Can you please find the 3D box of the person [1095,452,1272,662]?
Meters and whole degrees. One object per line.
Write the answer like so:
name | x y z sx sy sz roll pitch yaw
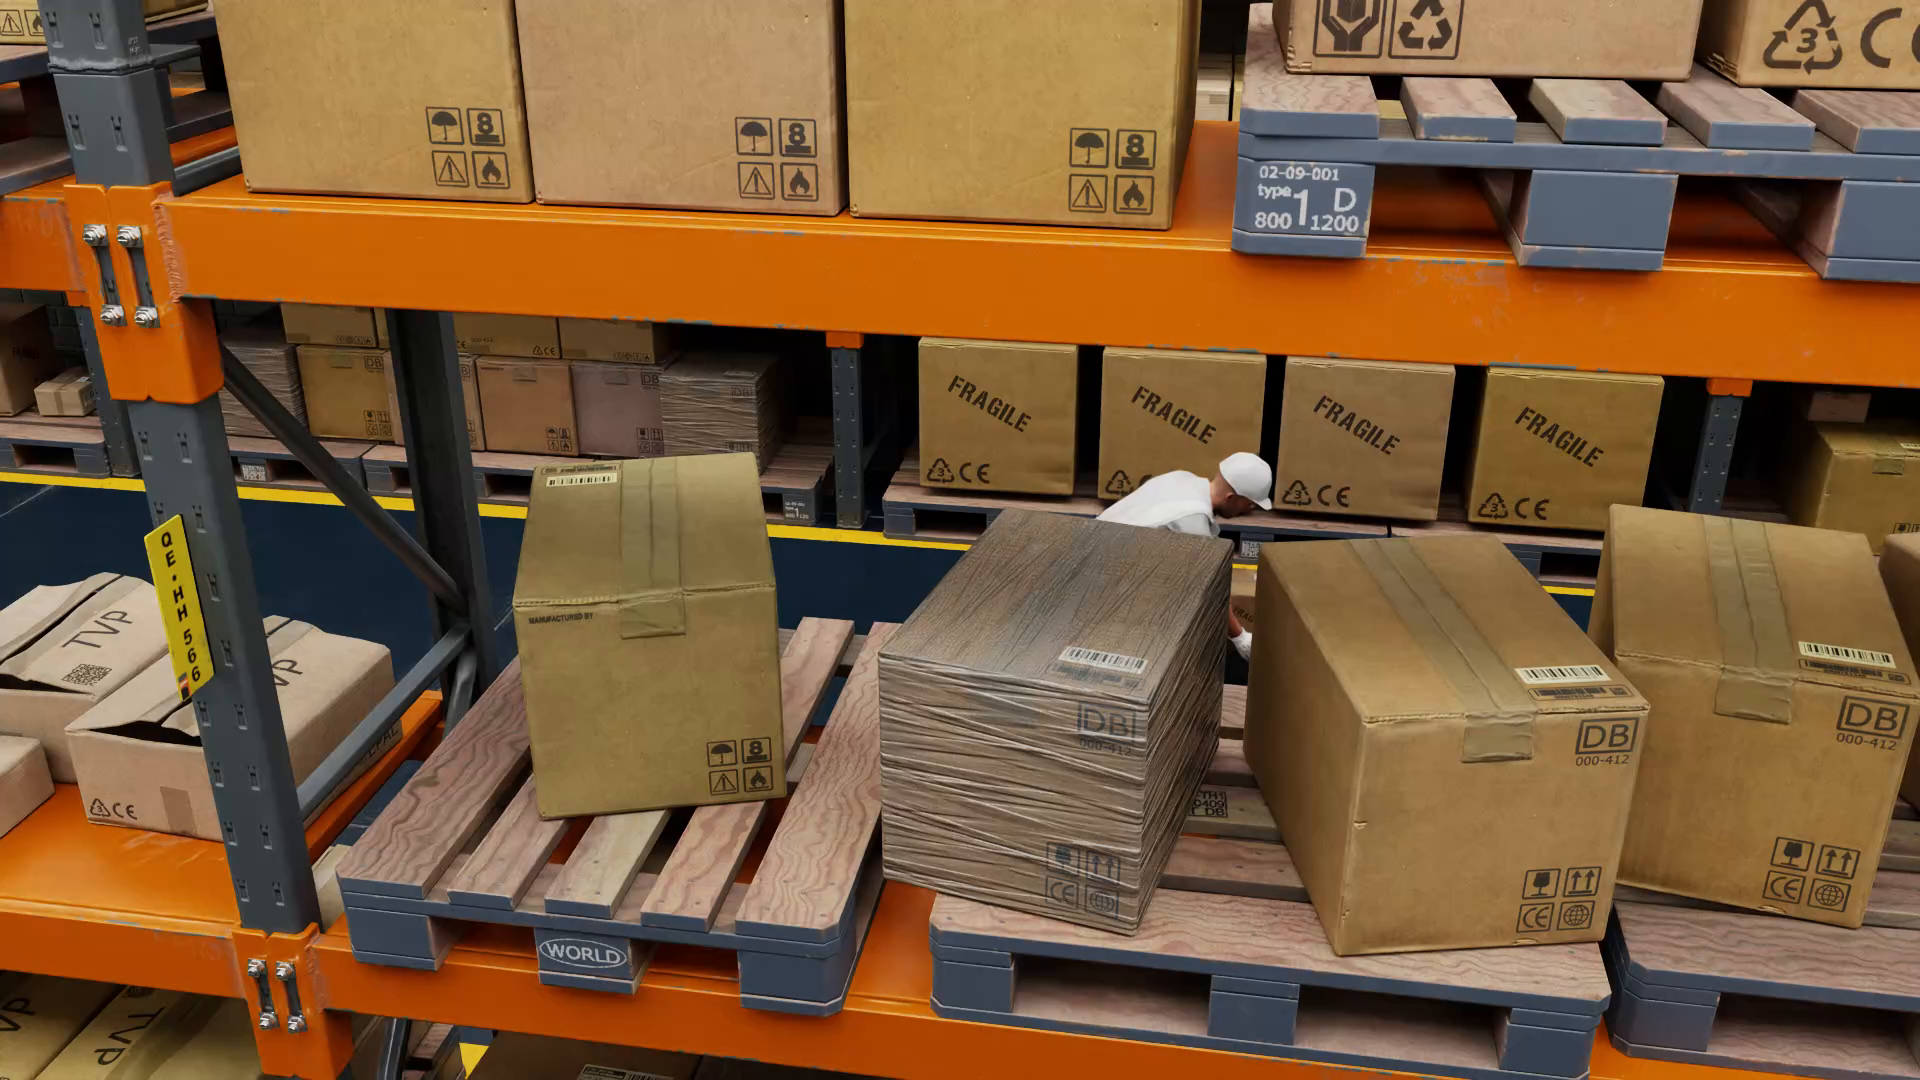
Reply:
person | 0.865 0.103 6.822 0.882 0.987 0.565 4 25 9
